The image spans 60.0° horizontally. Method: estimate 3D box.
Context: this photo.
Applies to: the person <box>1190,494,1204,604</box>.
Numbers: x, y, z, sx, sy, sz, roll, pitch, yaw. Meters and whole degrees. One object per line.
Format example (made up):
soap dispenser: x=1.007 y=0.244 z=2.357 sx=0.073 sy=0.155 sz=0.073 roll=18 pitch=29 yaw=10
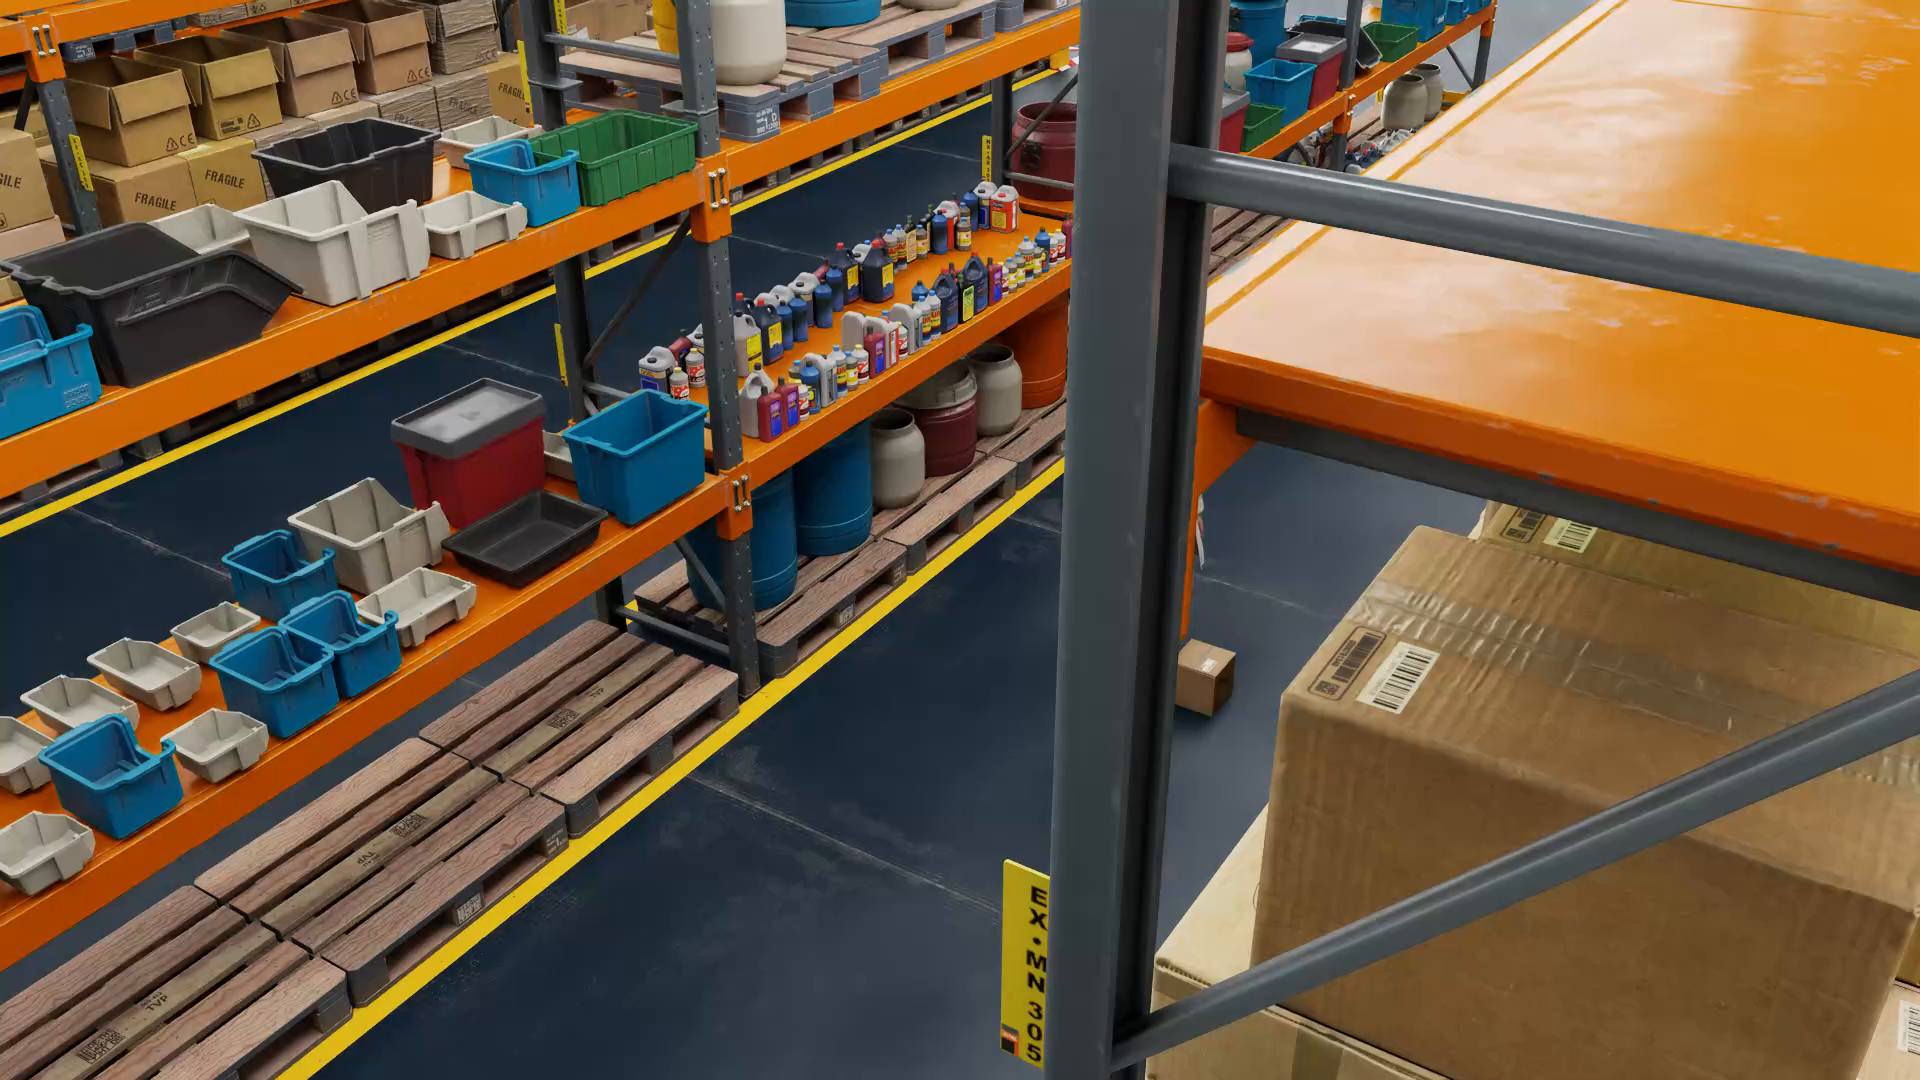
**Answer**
person: x=1.021 y=-0.026 z=8.189 sx=0.416 sy=1.774 sz=0.656 roll=16 pitch=34 yaw=26
